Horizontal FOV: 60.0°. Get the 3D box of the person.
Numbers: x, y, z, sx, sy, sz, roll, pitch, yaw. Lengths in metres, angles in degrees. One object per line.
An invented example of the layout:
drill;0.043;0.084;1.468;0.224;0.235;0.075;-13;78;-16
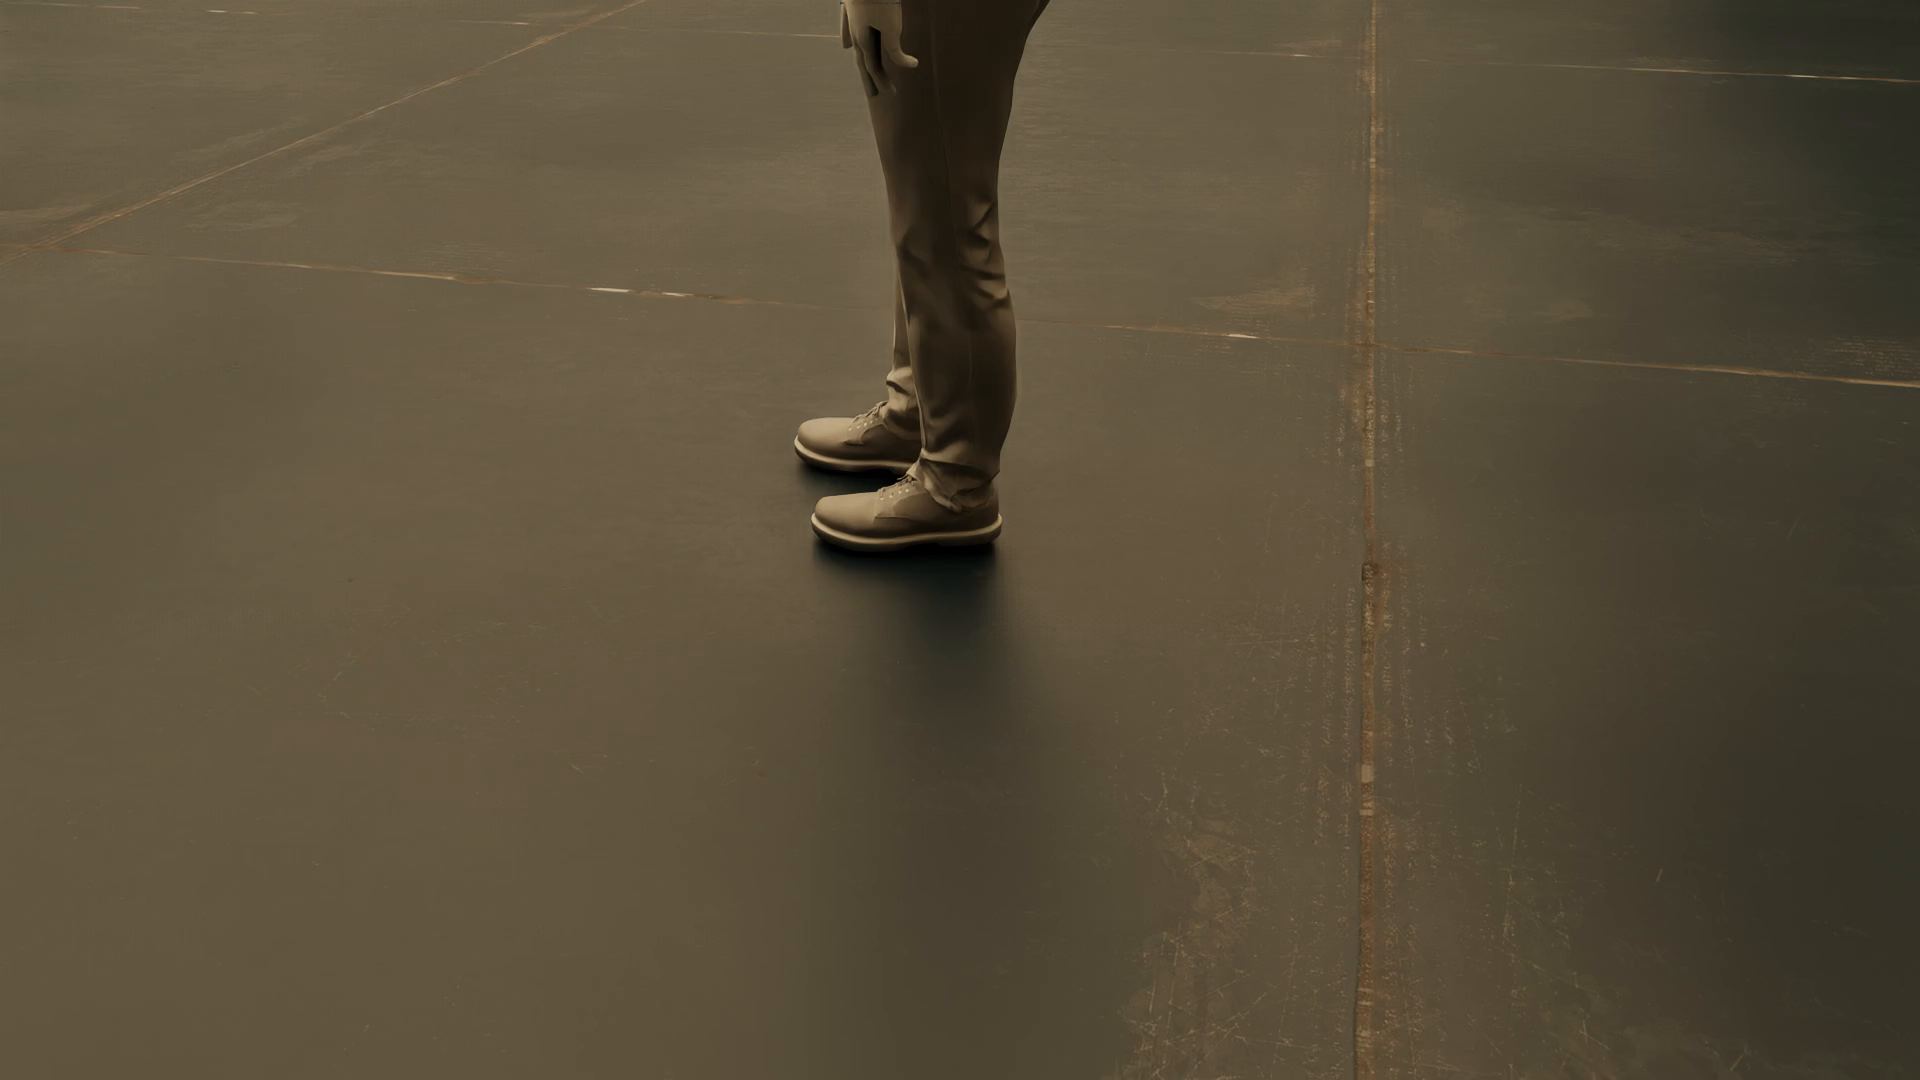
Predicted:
person;-0.064;-0.772;2.134;0.533;1.696;0.588;6;27;11
